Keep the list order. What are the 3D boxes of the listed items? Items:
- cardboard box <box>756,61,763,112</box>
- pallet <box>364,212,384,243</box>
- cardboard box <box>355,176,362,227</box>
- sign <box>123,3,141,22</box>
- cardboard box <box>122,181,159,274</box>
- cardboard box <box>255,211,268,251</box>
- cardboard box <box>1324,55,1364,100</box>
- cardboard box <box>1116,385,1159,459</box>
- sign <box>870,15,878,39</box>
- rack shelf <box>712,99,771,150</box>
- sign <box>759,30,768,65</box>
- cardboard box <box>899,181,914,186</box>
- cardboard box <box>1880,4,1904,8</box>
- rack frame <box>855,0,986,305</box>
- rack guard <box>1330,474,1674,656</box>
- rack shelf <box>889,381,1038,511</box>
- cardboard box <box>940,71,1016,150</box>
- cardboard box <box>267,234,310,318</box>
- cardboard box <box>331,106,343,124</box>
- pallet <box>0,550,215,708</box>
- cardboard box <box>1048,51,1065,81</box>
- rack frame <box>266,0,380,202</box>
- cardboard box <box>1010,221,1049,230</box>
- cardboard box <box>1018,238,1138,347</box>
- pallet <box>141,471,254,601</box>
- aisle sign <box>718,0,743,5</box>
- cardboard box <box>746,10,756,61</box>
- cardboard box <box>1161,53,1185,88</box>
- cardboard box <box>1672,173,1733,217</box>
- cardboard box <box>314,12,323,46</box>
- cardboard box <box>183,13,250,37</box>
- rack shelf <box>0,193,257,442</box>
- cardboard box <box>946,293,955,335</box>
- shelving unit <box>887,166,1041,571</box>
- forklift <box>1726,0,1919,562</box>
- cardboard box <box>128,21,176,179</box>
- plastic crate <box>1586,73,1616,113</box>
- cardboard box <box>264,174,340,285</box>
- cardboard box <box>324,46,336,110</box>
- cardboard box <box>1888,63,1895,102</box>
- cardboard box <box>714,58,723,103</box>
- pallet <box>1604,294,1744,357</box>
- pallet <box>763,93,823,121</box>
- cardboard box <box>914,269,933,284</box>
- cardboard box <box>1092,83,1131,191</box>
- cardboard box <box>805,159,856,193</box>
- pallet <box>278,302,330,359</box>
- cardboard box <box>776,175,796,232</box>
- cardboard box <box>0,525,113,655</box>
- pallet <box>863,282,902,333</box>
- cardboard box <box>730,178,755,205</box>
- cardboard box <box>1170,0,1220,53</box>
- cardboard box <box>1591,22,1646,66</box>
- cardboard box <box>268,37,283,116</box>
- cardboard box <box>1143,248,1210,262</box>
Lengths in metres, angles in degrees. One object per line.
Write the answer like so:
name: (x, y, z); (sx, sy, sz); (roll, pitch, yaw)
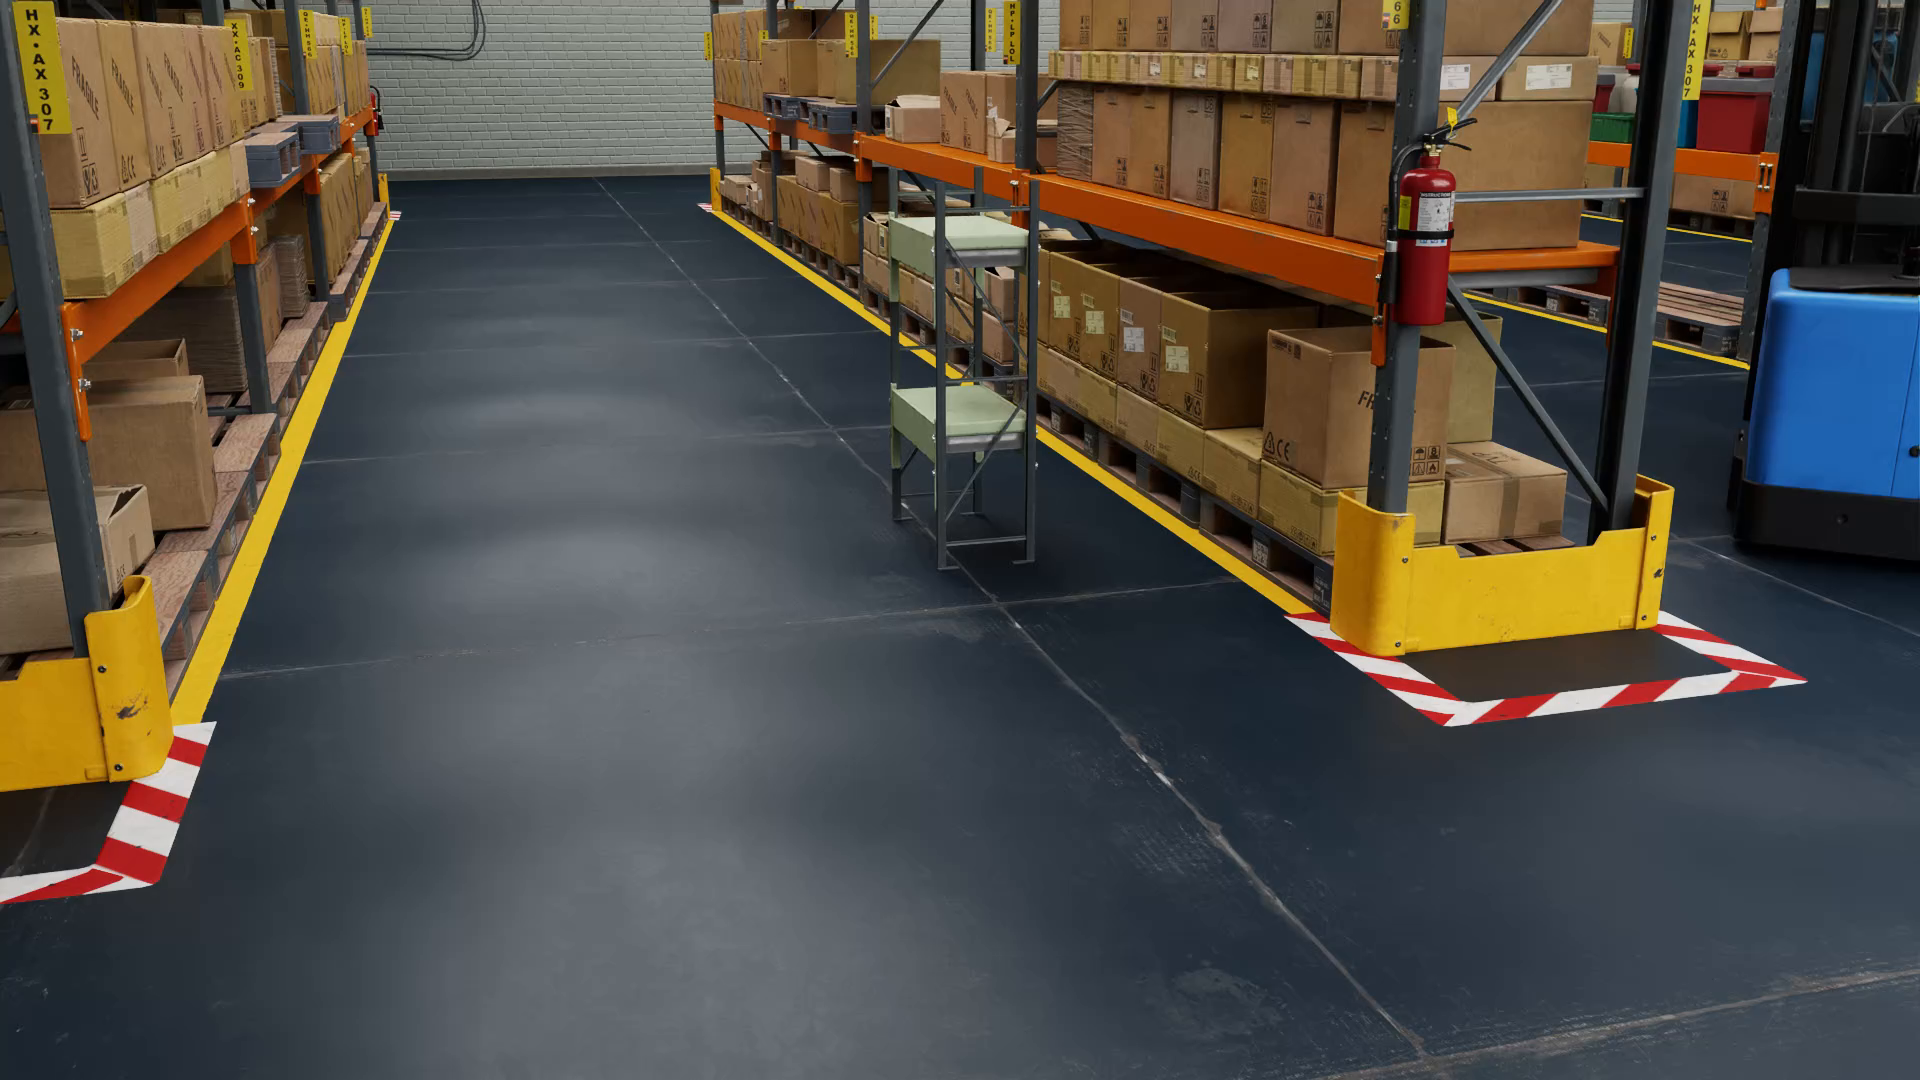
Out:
cardboard box: (-1.783, -4.623, 16.954); (0.500, 0.500, 0.500); (-4, 17, -14)
pallet: (-6.633, -3.283, 17.516); (1.003, 0.211, 1.213); (-5, 17, -15)
cardboard box: (-6.267, -3.283, 16.283); (0.700, 0.500, 0.500); (-4, 17, -15)
sign: (-5.594, -3.467, 11.269); (0.100, 0.325, 0.005); (-5, 17, -15)
cardboard box: (-2.848, -0.985, 5.244); (0.500, 0.250, 0.500); (-5, 18, -17)
cardboard box: (-4.717, -1.973, 10.582); (0.500, 0.250, 0.500); (-4, 17, -14)
cardboard box: (1.538, -1.659, 5.960); (0.380, 0.149, 0.250); (-4, 17, -14)
cardboard box: (1.044, -0.561, 7.654); (0.500, 0.250, 0.500); (-5, 17, -15)
sign: (-0.866, -5.056, 16.558); (0.100, 0.325, 0.005); (-5, 17, -15)
rack shelf: (-1.948, -4.666, 18.520); (1.077, 0.370, 4.000); (-5, 17, -15)
sign: (-1.918, -4.826, 16.301); (0.100, 0.325, 0.005); (-5, 17, -15)
cardboard box: (-0.722, -3.080, 15.573); (0.500, 0.500, 0.500); (-4, 17, -15)
cardboard box: (12.261, -6.666, 21.502); (0.500, 0.500, 0.500); (-4, 17, -14)
rack frame: (-0.299, -3.350, 12.892); (1.000, 3.000, 0.127); (-5, 17, -15)
rack guard: (1.906, 0.066, 5.863); (1.175, 0.500, 0.348); (-5, 17, -15)
rack shelf: (0.002, -0.404, 6.824); (0.431, 0.370, 0.720); (-5, 17, -15)
cardboard box: (0.177, -2.935, 11.337); (0.500, 0.500, 0.500); (-6, 18, -18)
cardboard box: (-4.813, -1.776, 11.232); (0.700, 0.500, 0.500); (-4, 17, -14)
cardboard box: (-5.546, -3.671, 14.360); (0.380, 0.149, 0.250); (-5, 17, -15)
pallet: (-3.073, 0.342, 5.446); (1.003, 0.211, 1.213); (-5, 17, -15)
cardboard box: (0.688, -2.513, 8.802); (0.380, 0.149, 0.250); (-5, 17, -15)
rack frame: (-7.260, -5.171, 18.951); (1.000, 3.000, 0.127); (-5, 17, -15)
cardboard box: (0.366, -2.095, 11.786); (0.500, 0.311, 0.500); (-5, 17, -16)
cardboard box: (0.626, -1.334, 8.926); (0.500, 0.500, 0.500); (-5, 17, -15)
pallet: (-3.405, 0.005, 6.568); (1.003, 0.211, 1.213); (-5, 17, -15)
aisle sign: (-2.799, -6.804, 19.870); (0.394, 0.787, 0.004); (-5, 17, -15)
cardboard box: (-1.930, -5.245, 17.286); (0.500, 0.500, 0.500); (-5, 17, -16)
cardboard box: (1.117, -2.085, 7.377); (0.380, 0.149, 0.250); (-5, 17, -16)
cardboard box: (8.569, -4.000, 18.018); (1.225, 0.875, 0.875); (-5, 18, -17)
cardboard box: (-5.228, -3.949, 12.857); (0.500, 0.250, 0.500); (-5, 17, -15)
cardboard box: (-4.835, -3.346, 10.811); (0.380, 0.149, 0.250); (-8, 18, -24)
rack shelf: (-3.412, -0.954, 6.163); (1.077, 0.370, 4.000); (-5, 17, -15)
cardboard box: (0.129, -1.502, 10.786); (0.500, 0.250, 0.500); (-4, 17, -14)
shelving unit: (0.002, -0.716, 6.730); (0.431, 1.500, 0.755); (-5, 17, -15)
forklift: (4.229, -1.661, 7.388); (1.130, 2.935, 3.031); (8, 18, 24)
cardboard box: (-2.967, -1.479, 5.583); (0.500, 0.500, 0.500); (-5, 18, -17)
plastic crate: (4.614, -3.300, 12.614); (0.402, 0.464, 0.583); (-5, 17, -15)
cardboard box: (-5.137, -2.343, 12.545); (0.750, 0.750, 0.750); (-5, 17, -16)
cardboard box: (-5.370, -3.739, 13.459); (0.500, 0.500, 0.500); (-4, 17, -14)
cardboard box: (8.853, -4.297, 15.871); (0.500, 0.500, 0.500); (-4, 17, -14)
cardboard box: (-2.629, -5.468, 19.766); (0.500, 0.500, 0.500); (-4, 17, -14)
pallet: (5.310, -1.513, 11.623); (1.003, 0.211, 1.213); (-5, 17, -15)
pallet: (-1.284, -4.135, 15.838); (1.003, 0.211, 1.213); (-5, 17, -15)
cardboard box: (-0.006, -1.907, 11.162); (0.500, 0.311, 0.500); (-5, 17, -16)
cardboard box: (1.079, -2.024, 8.303); (0.700, 0.500, 0.500); (-5, 17, -16)
cardboard box: (-1.087, -3.261, 14.872); (0.500, 0.250, 0.500); (-5, 17, -16)
pallet: (-4.848, -1.406, 11.266); (1.003, 0.211, 1.213); (-5, 17, -15)
cardboard box: (-1.500, -3.317, 16.362); (0.500, 0.500, 0.500); (-6, 18, -18)
cardboard box: (-2.966, 0.134, 5.202); (0.500, 0.311, 0.500); (-7, 18, -22)
pallet: (-0.111, -1.784, 12.525); (1.003, 0.211, 1.213); (-5, 17, -15)
cardboard box: (-2.346, -4.008, 19.095); (0.500, 0.250, 0.500); (-5, 17, -15)
cardboard box: (1.342, -2.375, 7.214); (0.700, 0.500, 0.500); (-5, 17, -15)
cardboard box: (7.744, -5.775, 19.403); (0.500, 0.500, 0.500); (-4, 17, -14)
cardboard box: (-4.922, -3.087, 11.077); (0.700, 0.500, 0.500); (-7, 18, -22)
cardboard box: (1.264, -1.237, 8.603); (0.500, 0.500, 0.500); (-5, 17, -15)
